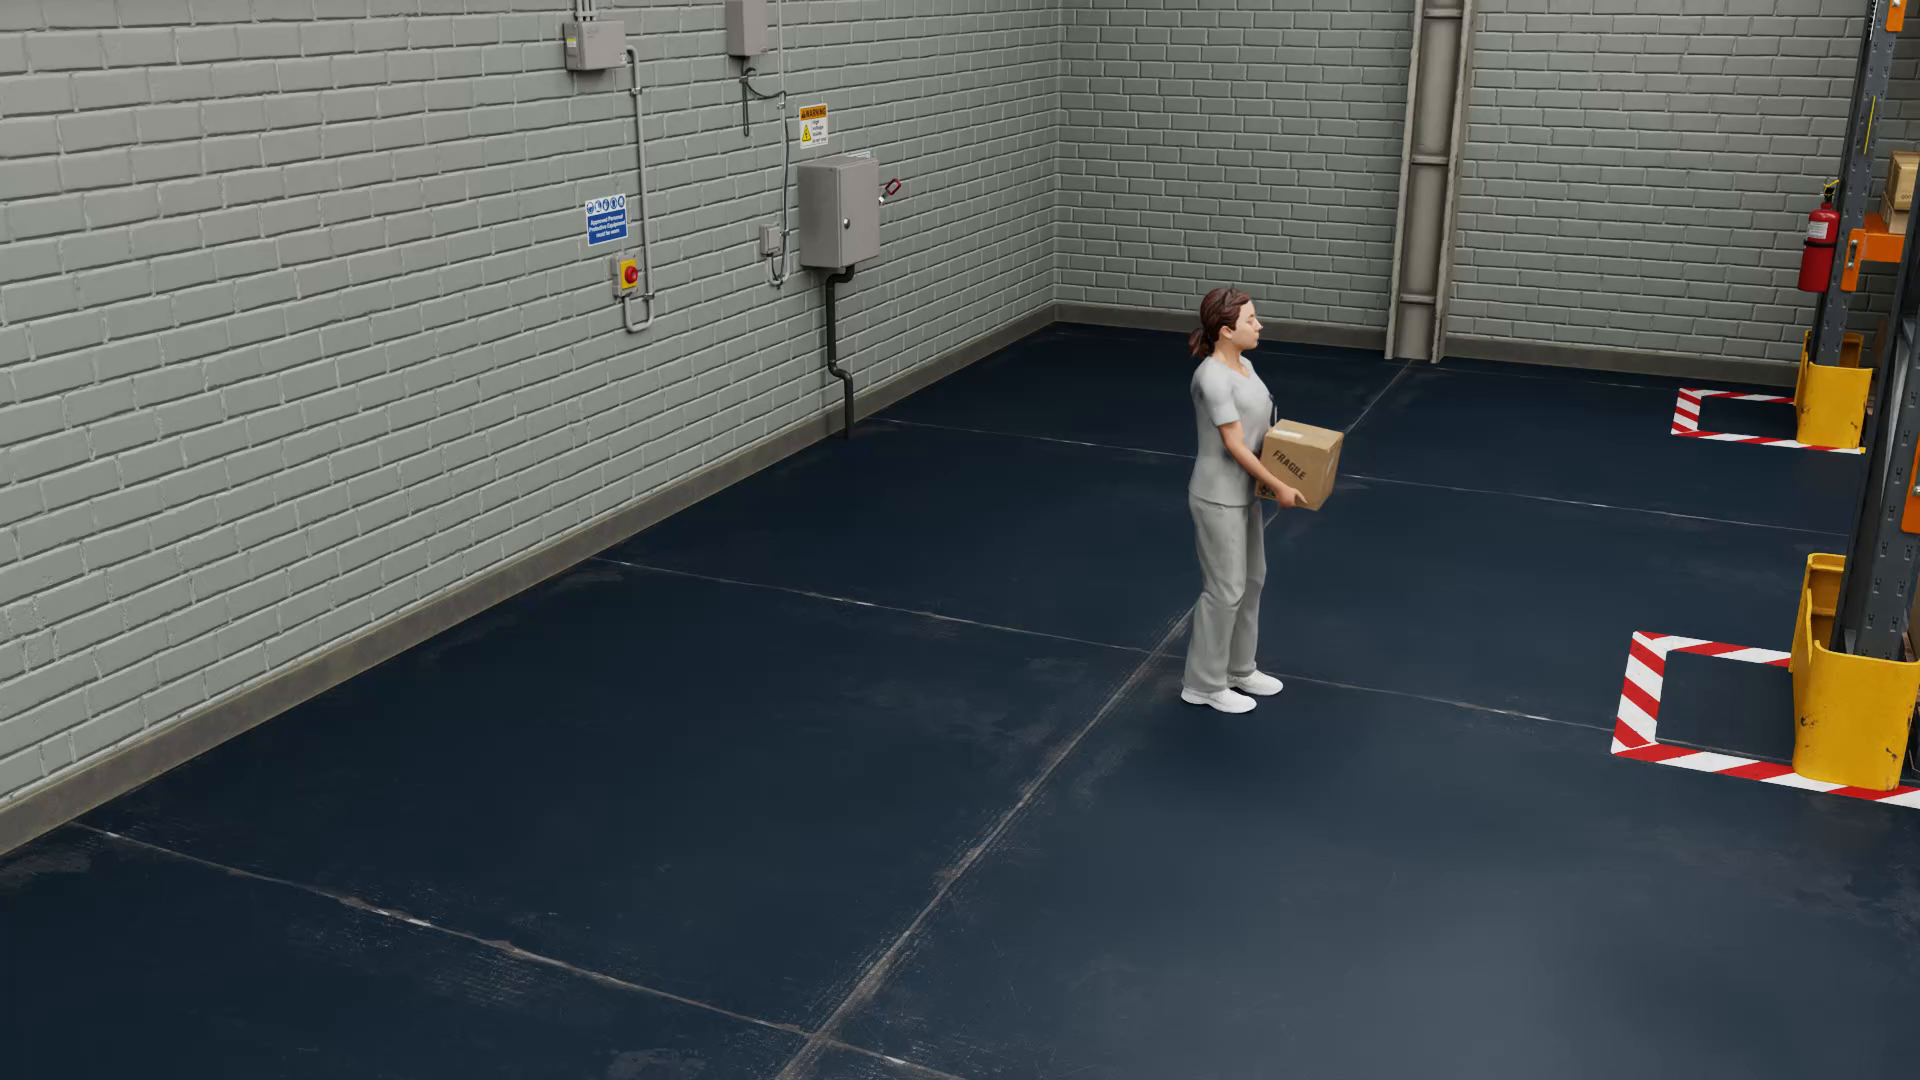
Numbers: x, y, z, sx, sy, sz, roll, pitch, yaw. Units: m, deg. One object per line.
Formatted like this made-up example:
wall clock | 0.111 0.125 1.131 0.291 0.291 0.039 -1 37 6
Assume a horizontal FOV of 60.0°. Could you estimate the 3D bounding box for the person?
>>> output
person | 1.120 -0.149 6.516 0.541 1.667 0.436 9 21 23
